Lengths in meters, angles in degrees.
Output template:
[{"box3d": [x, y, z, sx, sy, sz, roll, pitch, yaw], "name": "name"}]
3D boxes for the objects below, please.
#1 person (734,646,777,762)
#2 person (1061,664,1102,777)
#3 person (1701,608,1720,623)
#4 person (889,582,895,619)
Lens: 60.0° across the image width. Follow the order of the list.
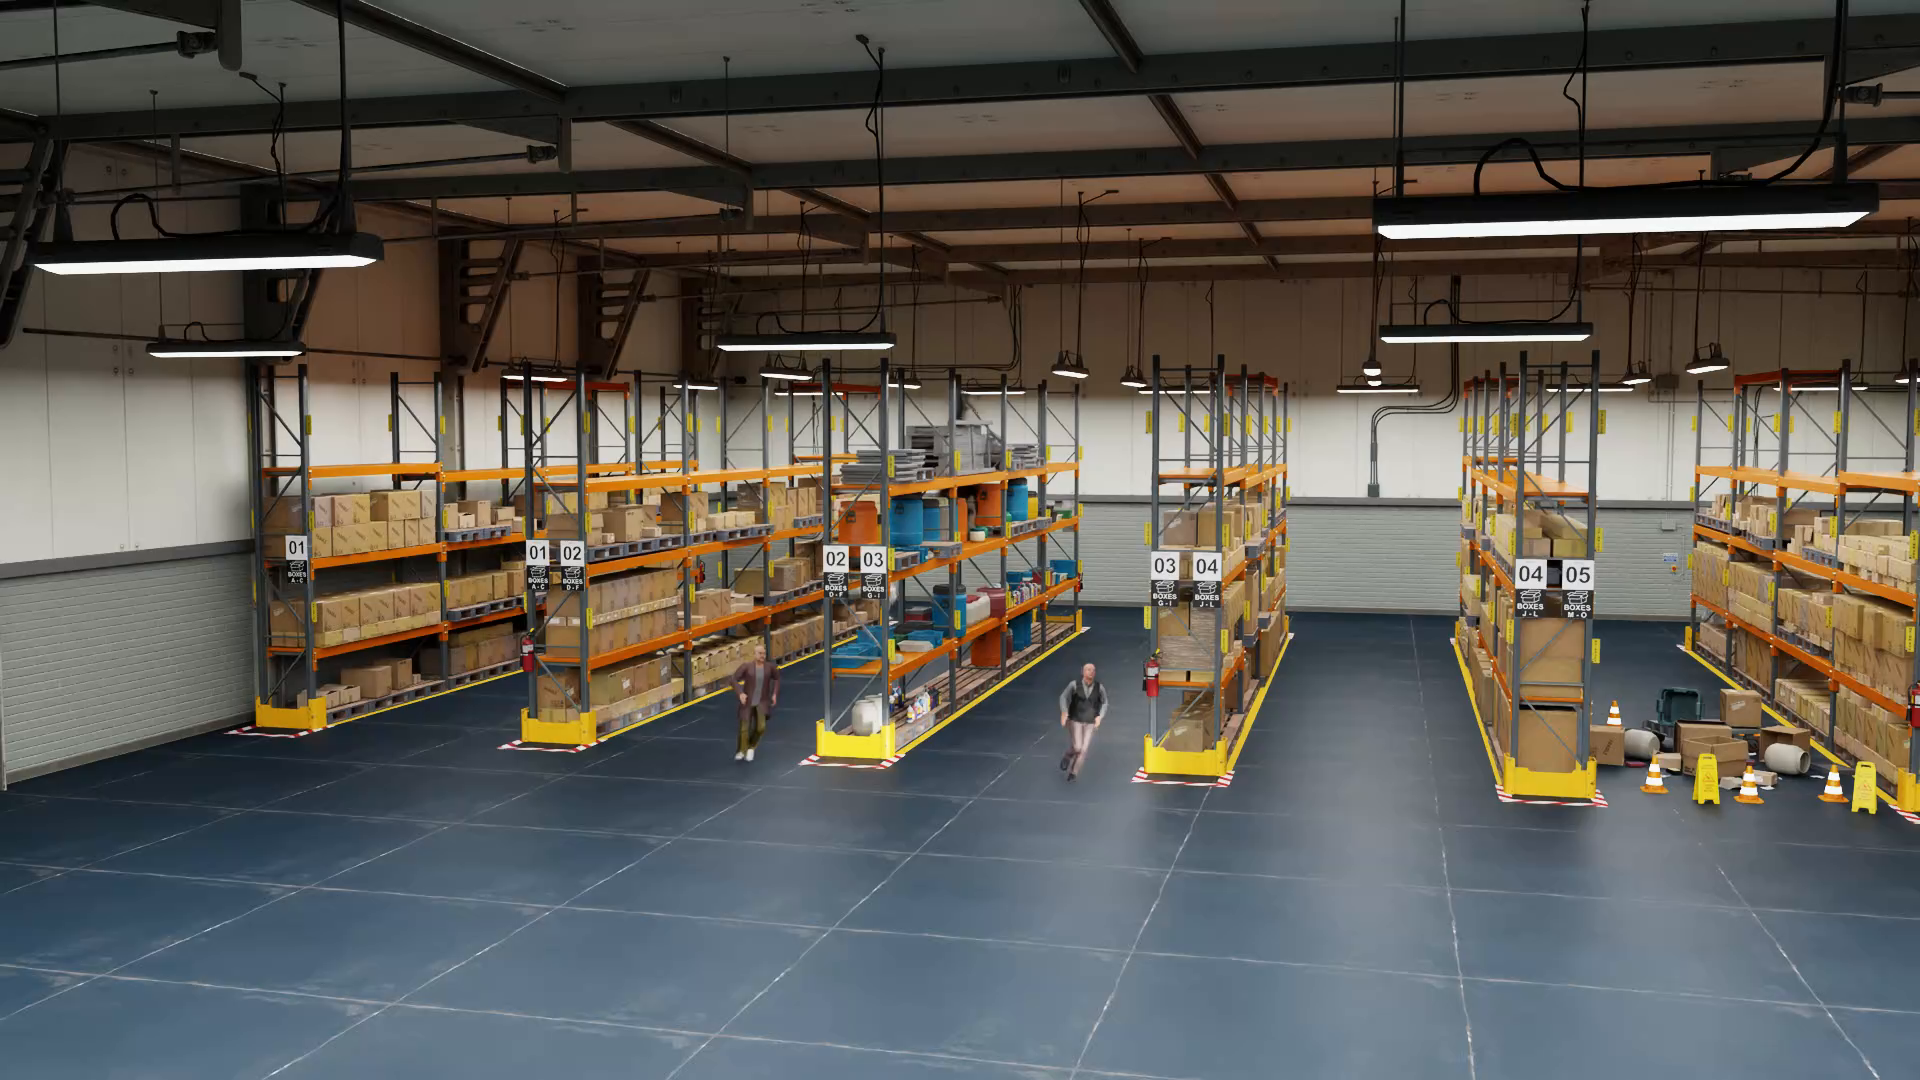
[{"box3d": [-3.027, 2.436, 24.758, 0.736, 1.733, 0.601, -1, 4, -14], "name": "person"}, {"box3d": [1.729, 2.544, 23.374, 0.604, 1.598, 0.488, 0, 4, -6], "name": "person"}, {"box3d": [17.305, 1.512, 38.103, 0.540, 1.724, 0.653, 0, 4, 3], "name": "person"}, {"box3d": [-1.872, 1.305, 42.861, 0.607, 1.510, 0.744, 2, 5, 31], "name": "person"}]
